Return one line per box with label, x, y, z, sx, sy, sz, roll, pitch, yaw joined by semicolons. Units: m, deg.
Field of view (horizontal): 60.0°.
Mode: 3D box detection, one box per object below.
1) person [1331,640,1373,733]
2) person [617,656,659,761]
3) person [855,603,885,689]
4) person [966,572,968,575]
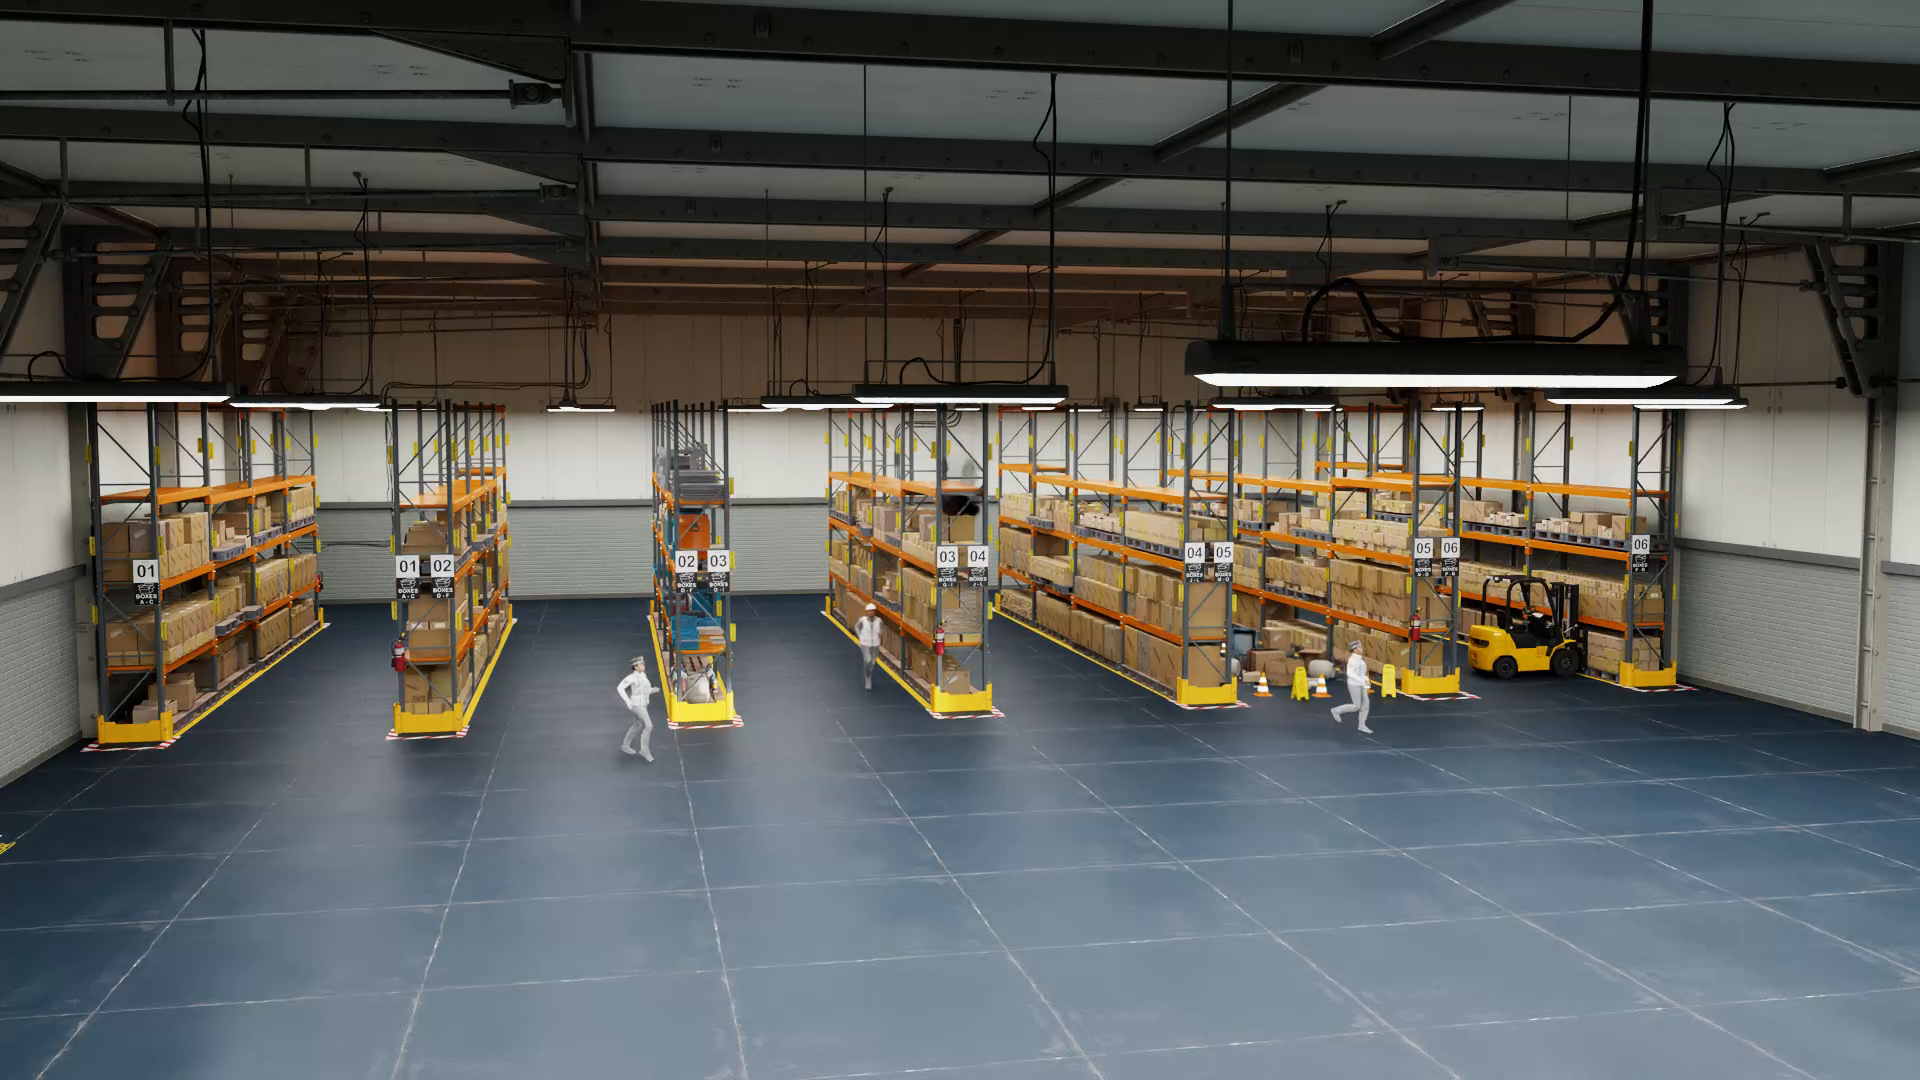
person;7.126;2.636;30.116;0.758;1.692;0.630;2;5;29
person;-5.327;2.797;27.650;0.718;1.753;0.583;1;4;13
person;-1.876;2.224;34.930;0.574;1.811;0.847;-2;5;-21
person;0.435;1.440;45.625;0.688;1.679;0.771;0;4;-2
